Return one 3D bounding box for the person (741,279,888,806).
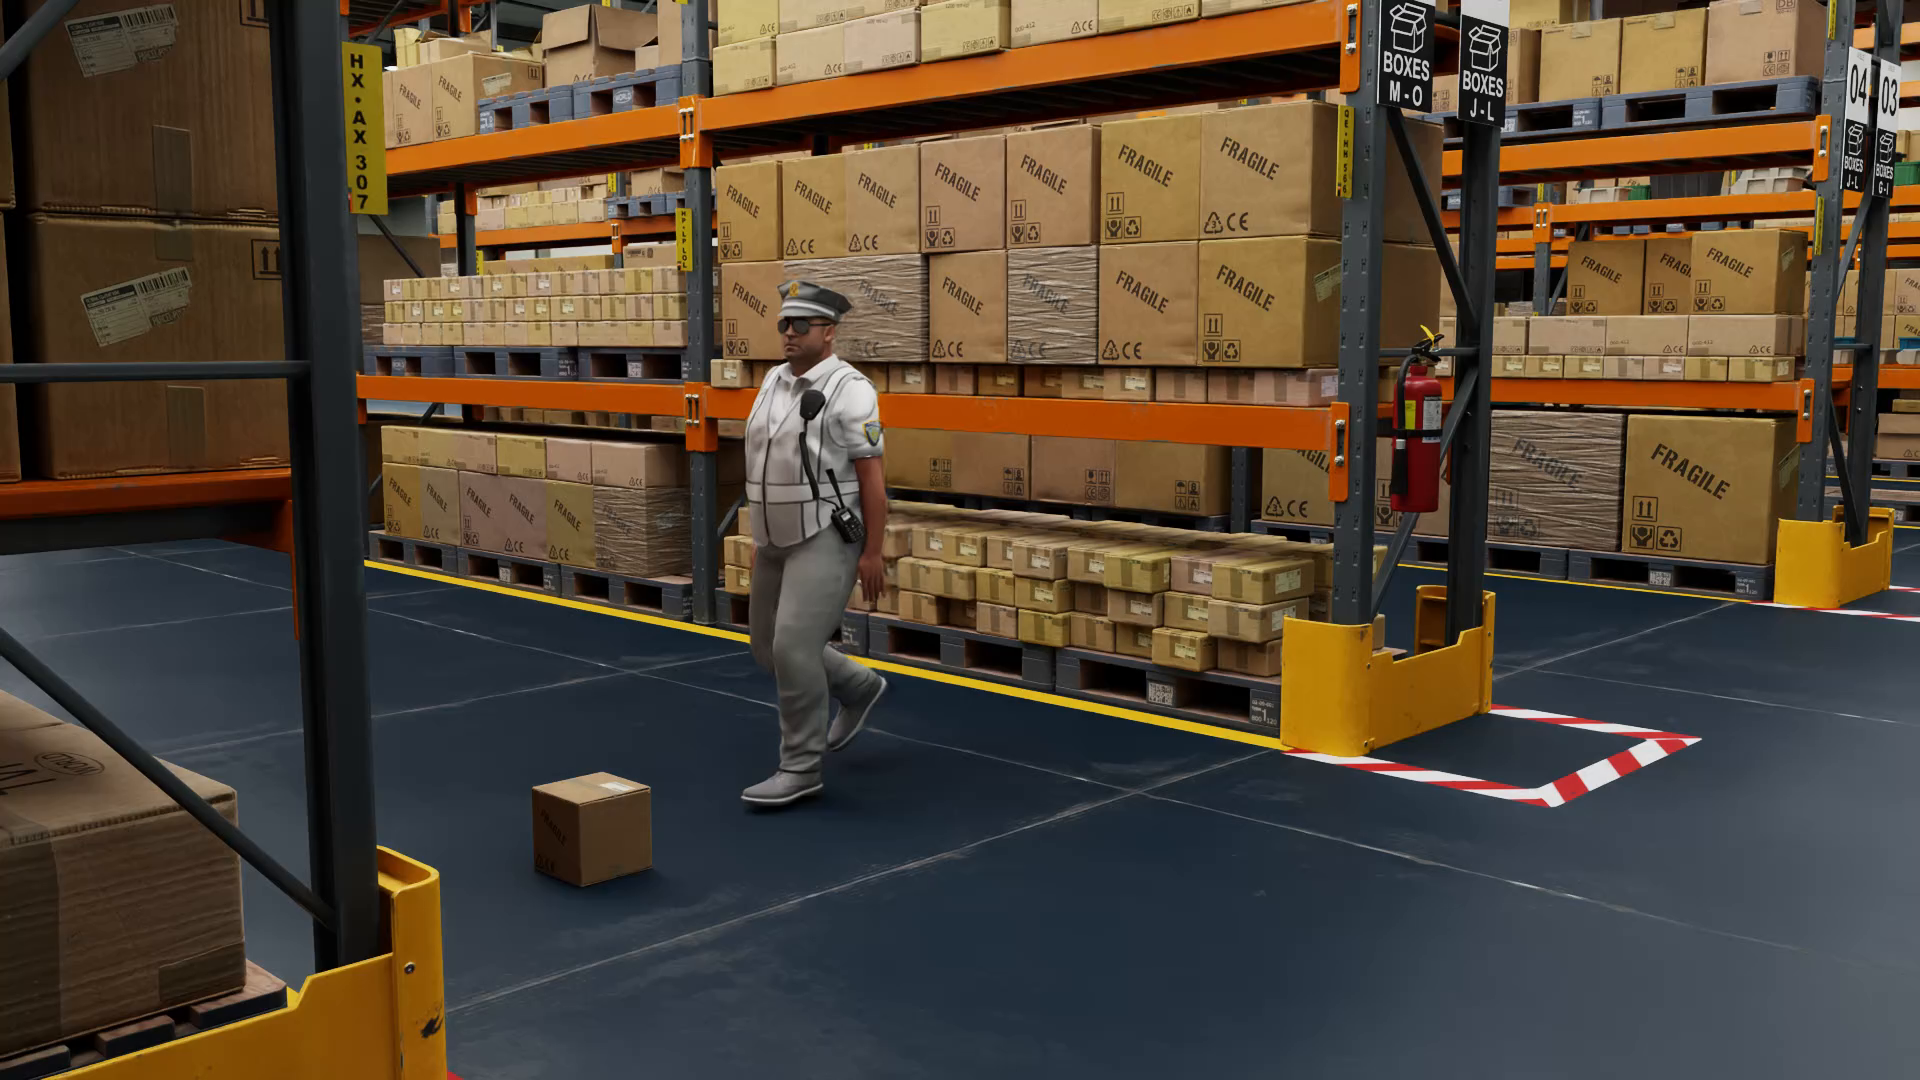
[{"bbox_3d":[-0.476,-0.015,5.724,0.538,1.740,0.805,7,10,43],"label":"person"}]
